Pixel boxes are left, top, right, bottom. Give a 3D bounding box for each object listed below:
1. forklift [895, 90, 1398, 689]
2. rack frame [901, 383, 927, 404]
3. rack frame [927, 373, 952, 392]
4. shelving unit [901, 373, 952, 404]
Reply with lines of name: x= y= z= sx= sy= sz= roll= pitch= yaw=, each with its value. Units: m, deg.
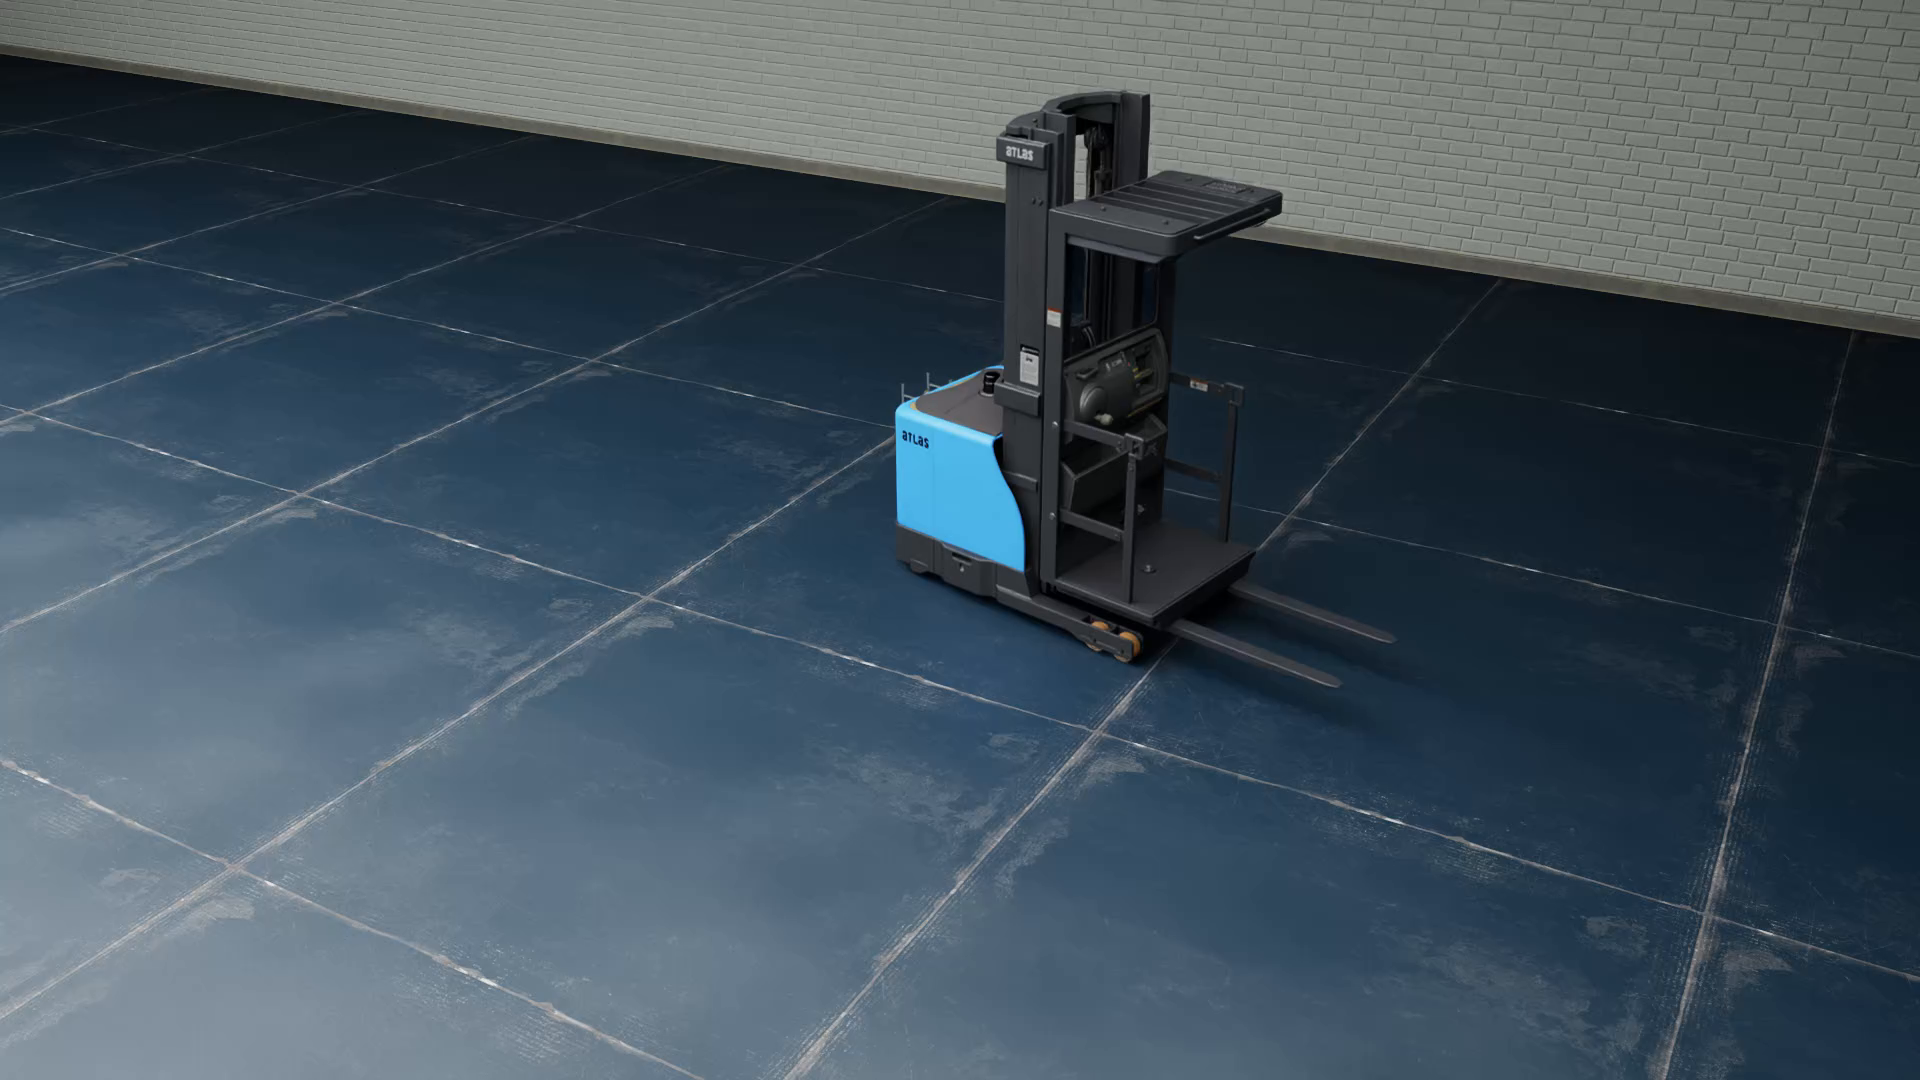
forklift: x=1.045 y=-0.890 z=9.253 sx=3.031 sy=2.935 sz=1.130 roll=21 pitch=33 yaw=35
rack frame: x=-0.285 y=-0.477 z=10.530 sx=0.200 sy=1.050 sz=0.008 roll=20 pitch=33 yaw=35
rack frame: x=-0.130 y=-0.561 z=10.698 sx=0.200 sy=1.050 sz=0.008 roll=20 pitch=33 yaw=35
shelving unit: x=-0.208 y=-0.519 z=10.614 sx=0.215 sy=1.050 sz=0.252 roll=20 pitch=33 yaw=35
